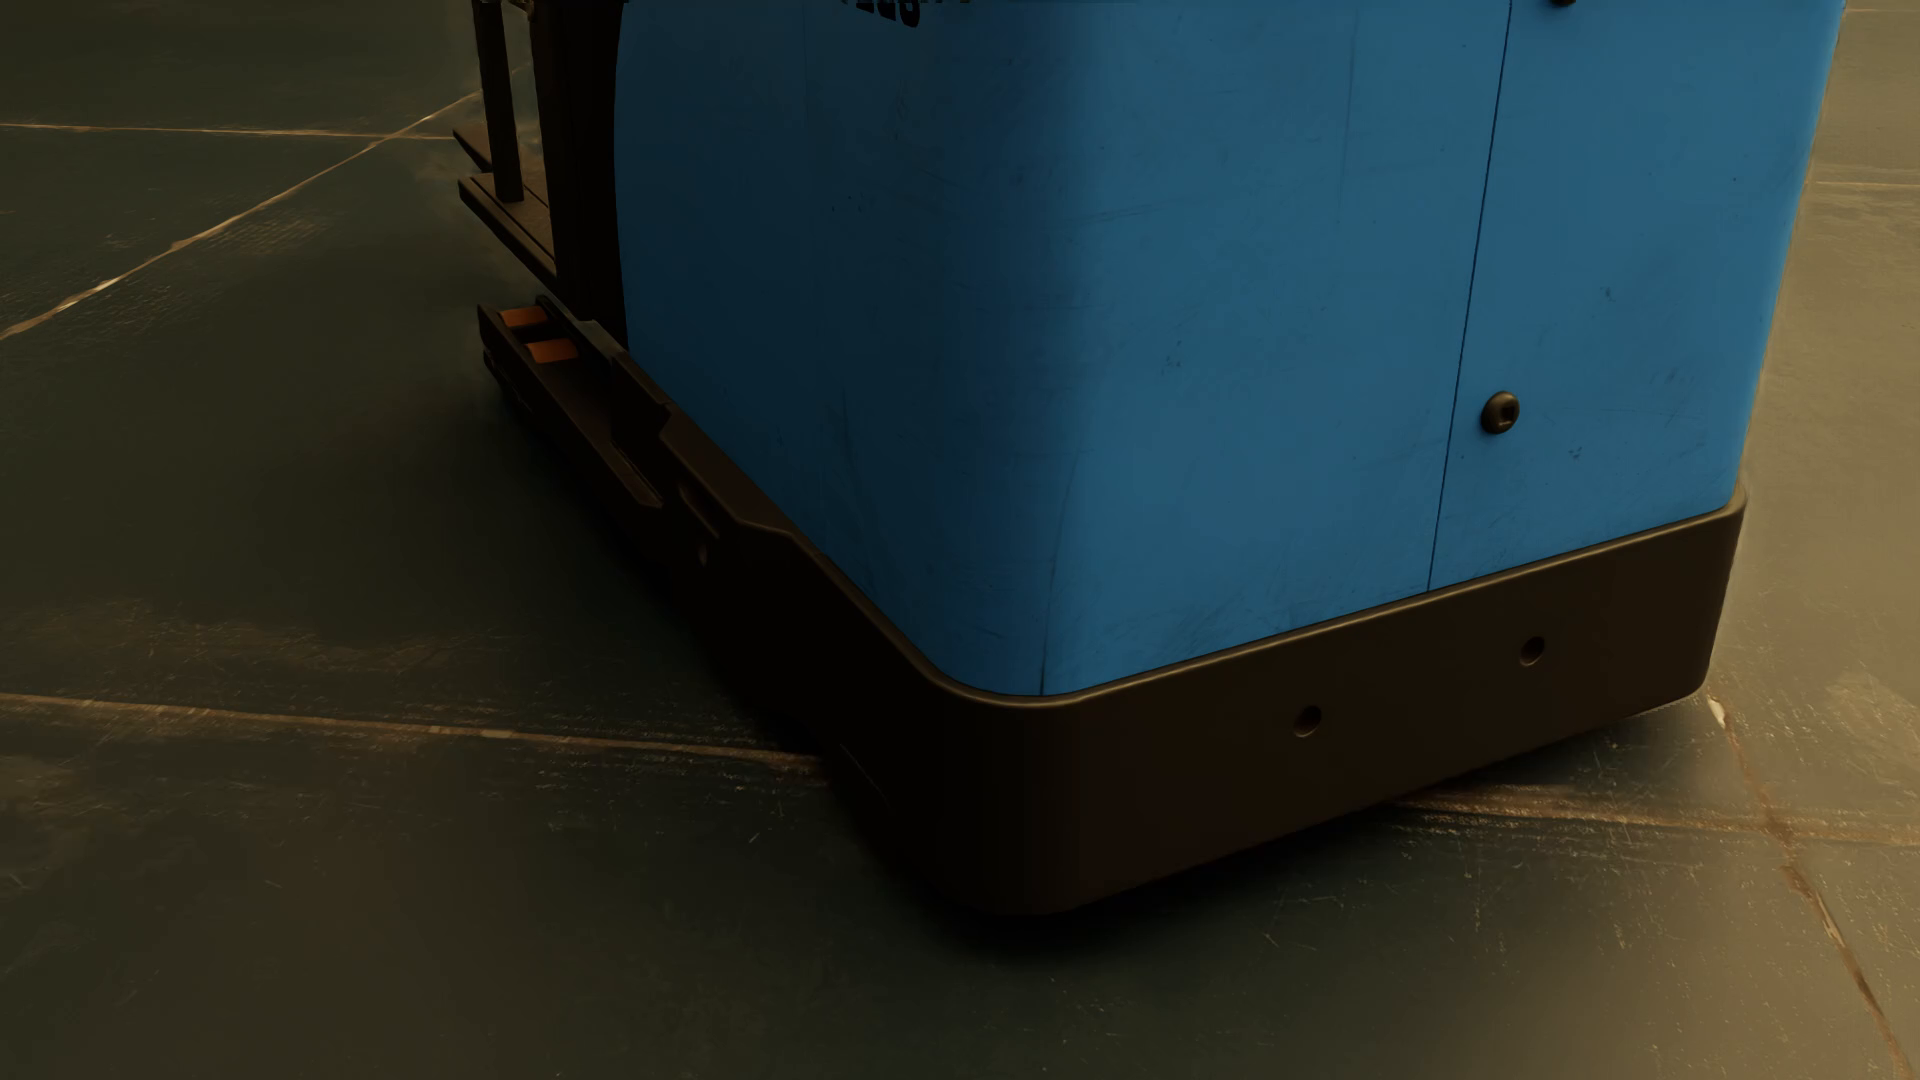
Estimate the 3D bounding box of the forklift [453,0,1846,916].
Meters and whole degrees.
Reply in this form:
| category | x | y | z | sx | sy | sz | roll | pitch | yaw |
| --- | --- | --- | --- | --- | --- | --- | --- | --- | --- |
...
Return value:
| category | x | y | z | sx | sy | sz | roll | pitch | yaw |
| --- | --- | --- | --- | --- | --- | --- | --- | --- | --- |
| forklift | -0.215 | -1.574 | 2.372 | 1.130 | 2.935 | 3.031 | -13 | 29 | -24 |
